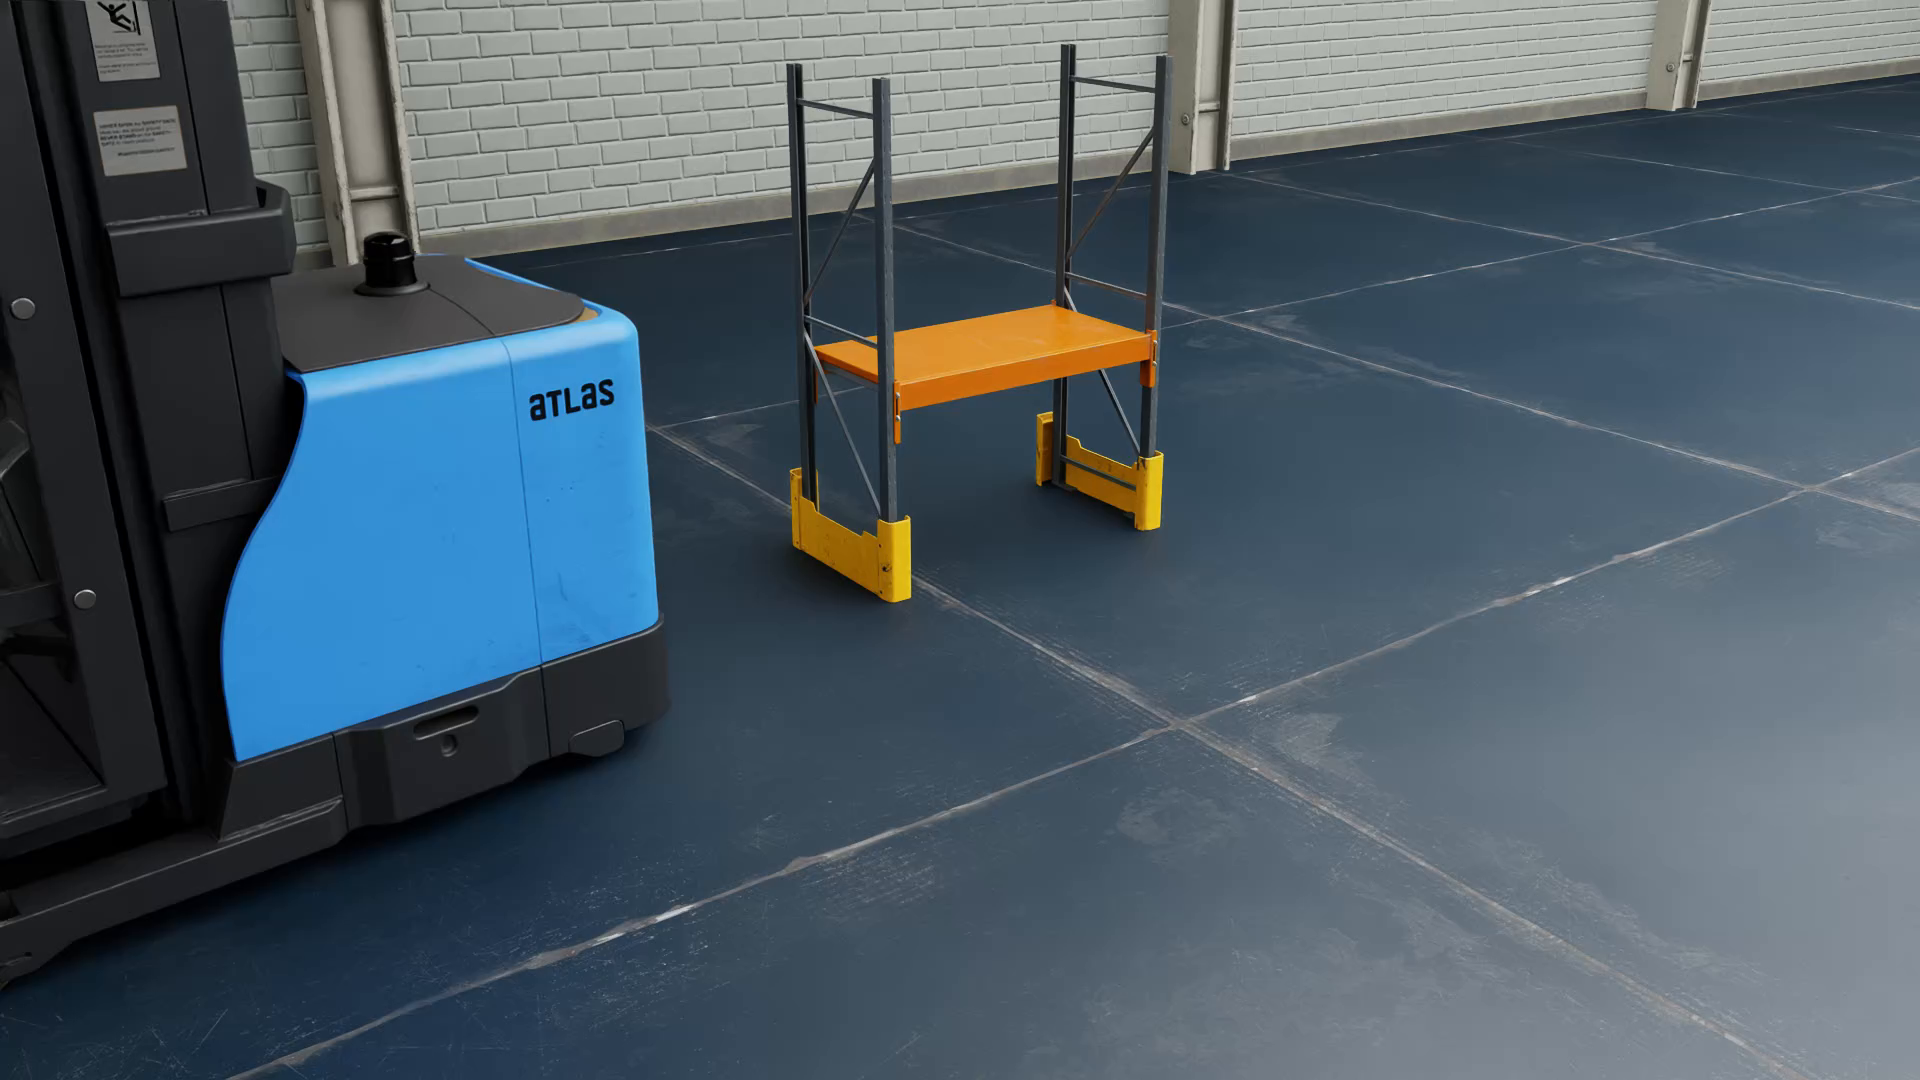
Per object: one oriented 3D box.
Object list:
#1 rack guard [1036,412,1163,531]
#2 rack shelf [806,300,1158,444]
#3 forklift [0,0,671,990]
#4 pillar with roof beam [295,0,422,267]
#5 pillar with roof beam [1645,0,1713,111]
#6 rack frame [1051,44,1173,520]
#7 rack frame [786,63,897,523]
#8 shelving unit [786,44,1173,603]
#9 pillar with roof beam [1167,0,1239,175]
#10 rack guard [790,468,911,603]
[{"bbox_3d":[0.466,-0.240,5.662,0.087,0.250,0.587,-15,26,-33],"label":"rack guard"},{"bbox_3d":[0.069,-0.548,5.231,1.000,0.185,0.538,-15,26,-33],"label":"rack shelf"},{"bbox_3d":[-2.161,-0.646,3.061,3.031,2.935,1.130,-18,28,-38],"label":"forklift"},{"bbox_3d":[-0.622,-4.314,4.065,0.400,9.000,9.100,-15,26,-33],"label":"pillar with roof beam"},{"bbox_3d":[9.119,-6.911,10.574,0.400,9.000,9.100,-15,26,-33],"label":"pillar with roof beam"},{"bbox_3d":[0.482,-0.825,5.440,0.032,1.500,0.500,-15,26,-33],"label":"rack frame"},{"bbox_3d":[-0.343,-0.605,4.889,0.032,1.500,0.500,-15,26,-33],"label":"rack frame"},{"bbox_3d":[0.062,-0.713,5.160,1.083,1.500,0.587,-15,26,-33],"label":"shelving unit"},{"bbox_3d":[4.249,-5.612,7.320,0.400,9.000,9.100,-15,26,-33],"label":"pillar with roof beam"},{"bbox_3d":[-0.342,-0.025,5.121,0.087,0.250,0.587,-15,26,-33],"label":"rack guard"}]
